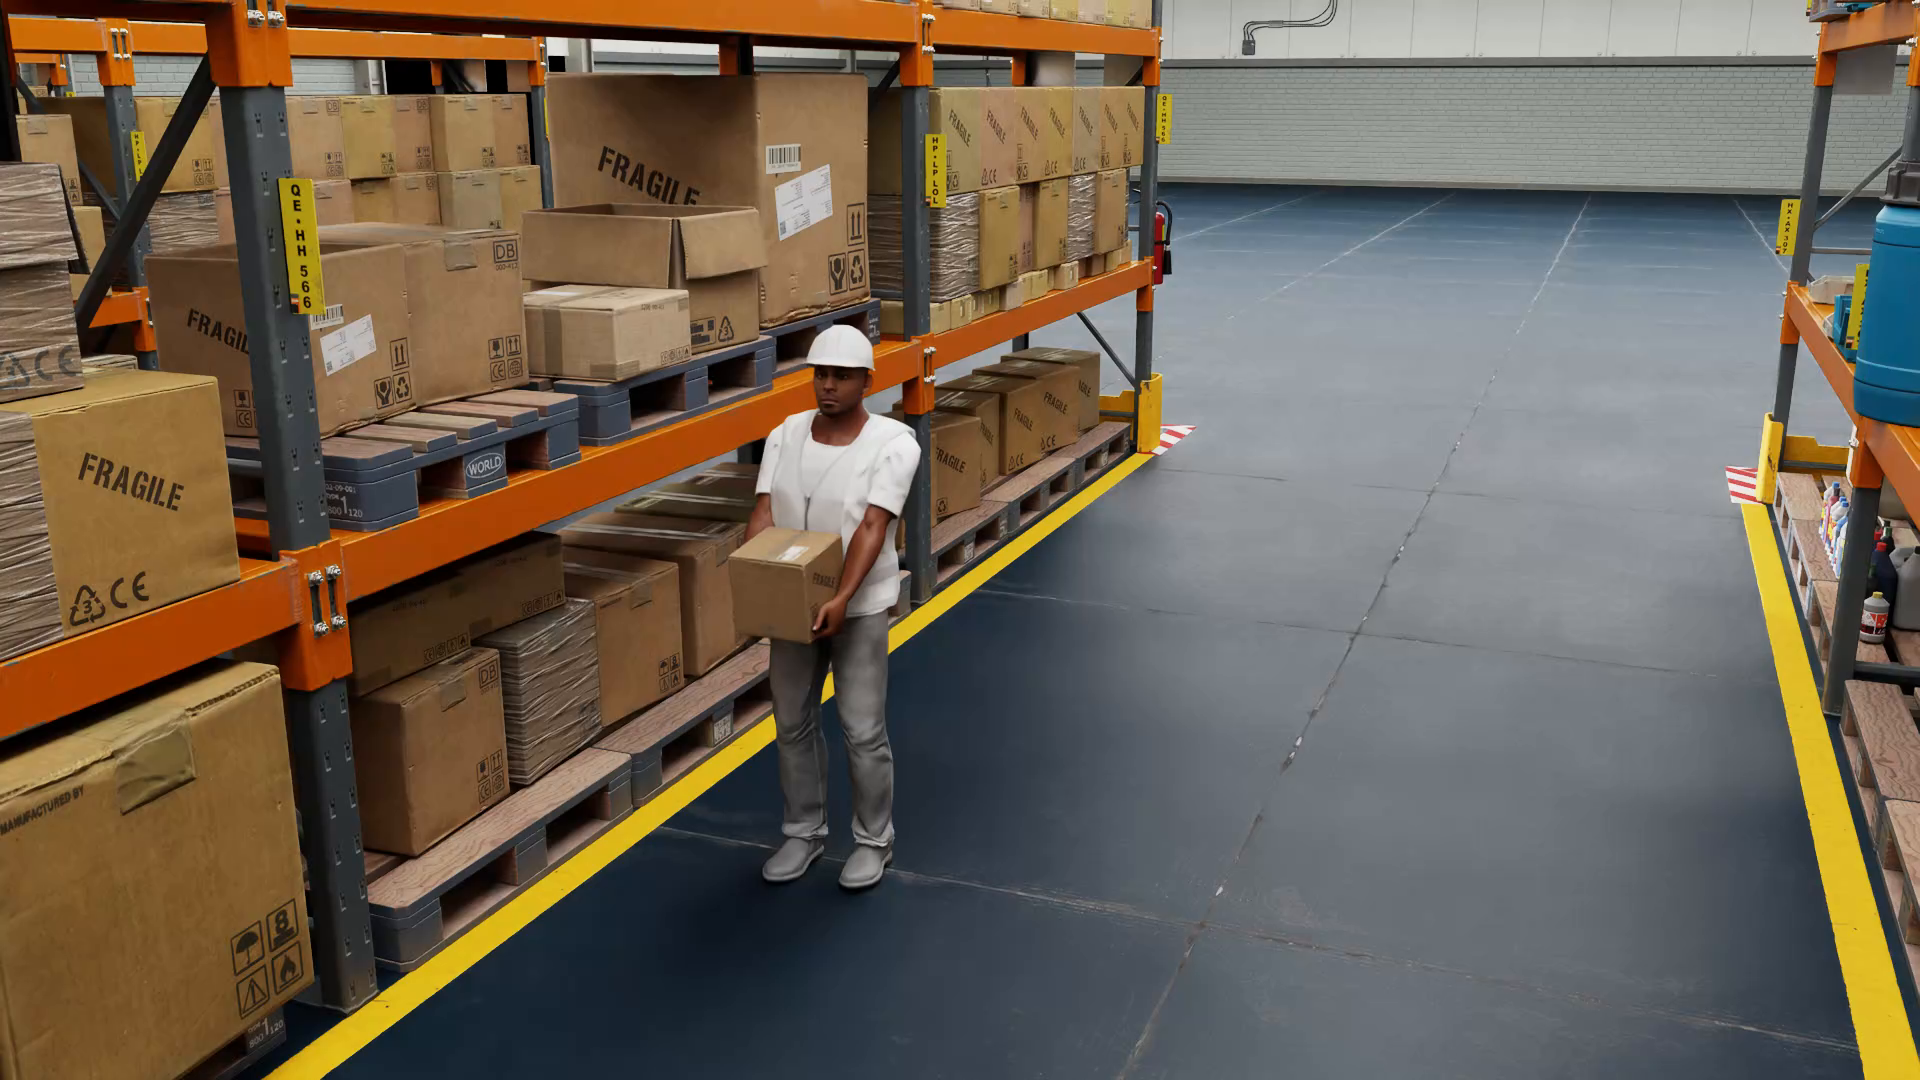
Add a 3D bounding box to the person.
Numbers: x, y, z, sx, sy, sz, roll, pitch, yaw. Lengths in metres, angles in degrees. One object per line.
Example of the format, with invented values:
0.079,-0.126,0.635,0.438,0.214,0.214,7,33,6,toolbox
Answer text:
-0.424,0.231,5.141,0.504,1.761,0.572,6,17,22,person
